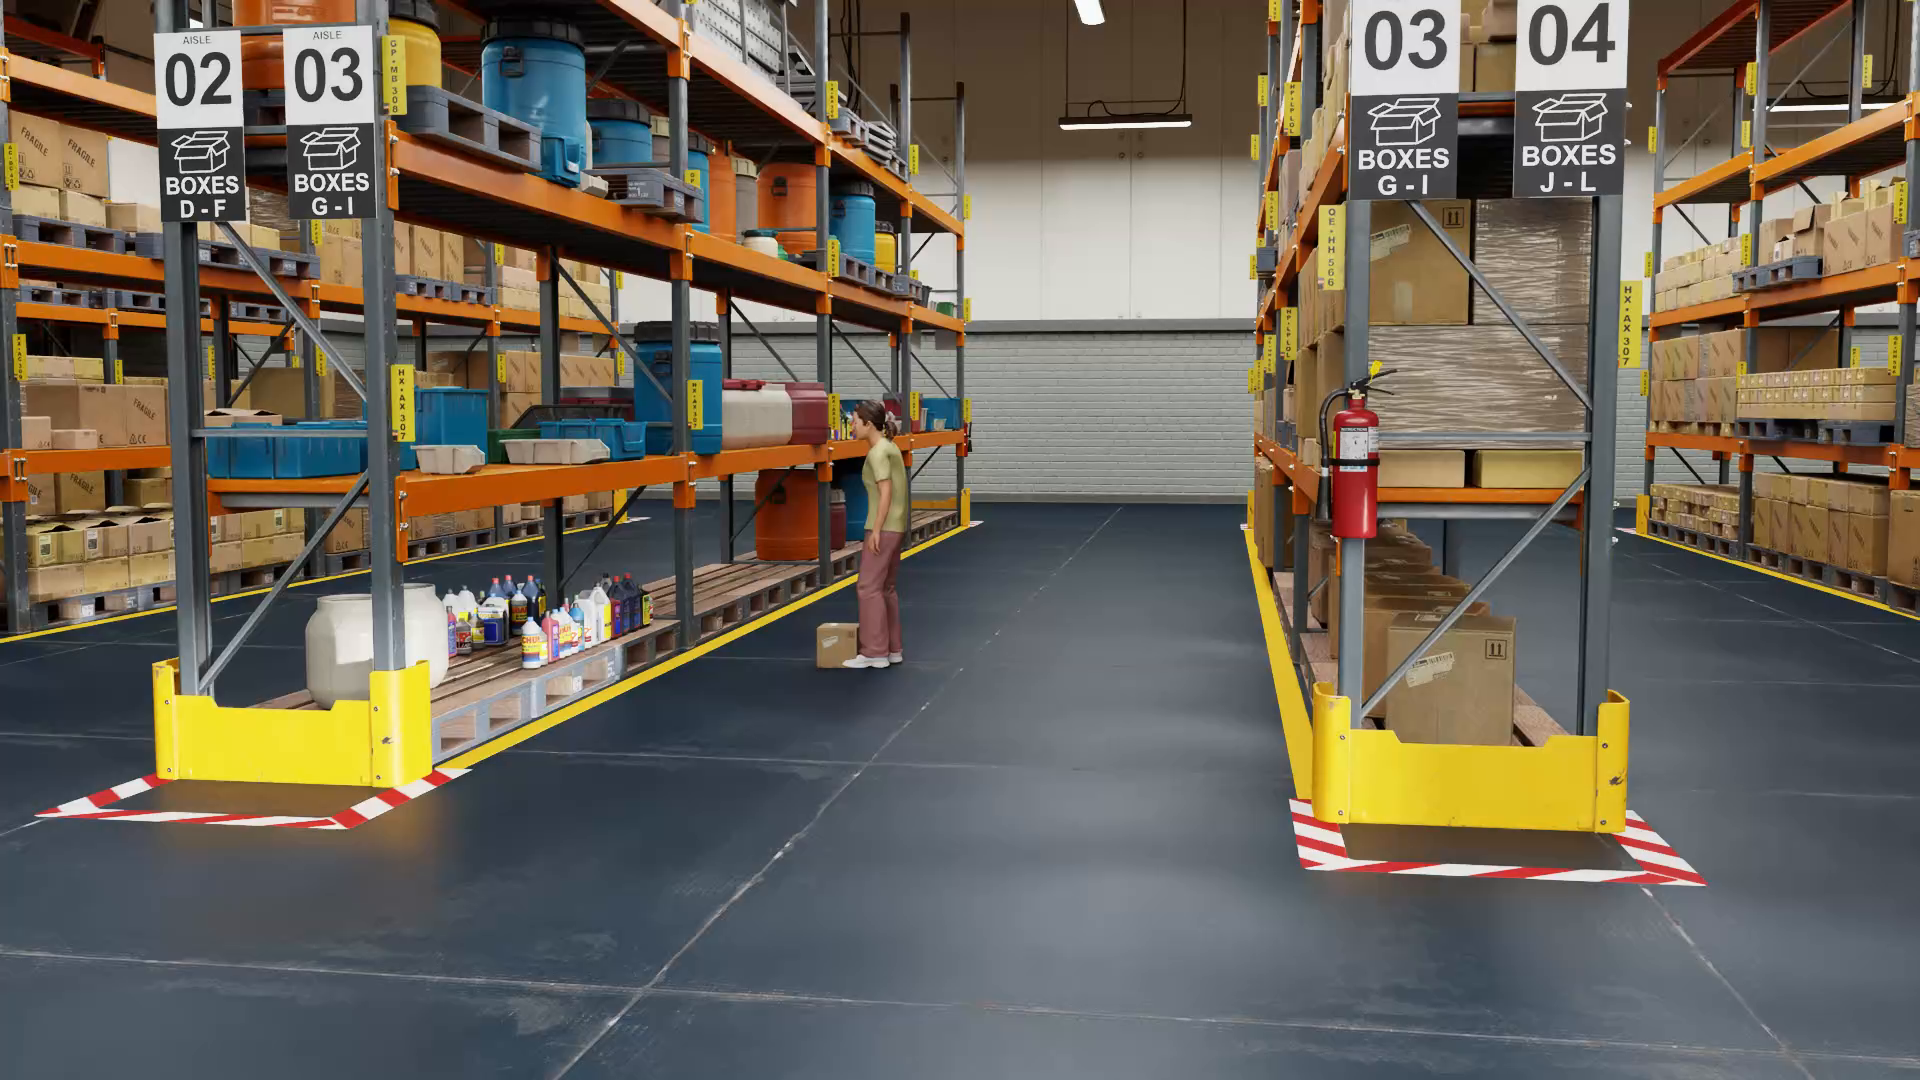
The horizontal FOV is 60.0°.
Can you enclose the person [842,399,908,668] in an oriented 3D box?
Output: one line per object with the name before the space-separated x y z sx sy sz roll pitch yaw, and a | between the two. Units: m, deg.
person | -0.534 -0.042 10.394 0.417 1.671 0.519 0 5 5
